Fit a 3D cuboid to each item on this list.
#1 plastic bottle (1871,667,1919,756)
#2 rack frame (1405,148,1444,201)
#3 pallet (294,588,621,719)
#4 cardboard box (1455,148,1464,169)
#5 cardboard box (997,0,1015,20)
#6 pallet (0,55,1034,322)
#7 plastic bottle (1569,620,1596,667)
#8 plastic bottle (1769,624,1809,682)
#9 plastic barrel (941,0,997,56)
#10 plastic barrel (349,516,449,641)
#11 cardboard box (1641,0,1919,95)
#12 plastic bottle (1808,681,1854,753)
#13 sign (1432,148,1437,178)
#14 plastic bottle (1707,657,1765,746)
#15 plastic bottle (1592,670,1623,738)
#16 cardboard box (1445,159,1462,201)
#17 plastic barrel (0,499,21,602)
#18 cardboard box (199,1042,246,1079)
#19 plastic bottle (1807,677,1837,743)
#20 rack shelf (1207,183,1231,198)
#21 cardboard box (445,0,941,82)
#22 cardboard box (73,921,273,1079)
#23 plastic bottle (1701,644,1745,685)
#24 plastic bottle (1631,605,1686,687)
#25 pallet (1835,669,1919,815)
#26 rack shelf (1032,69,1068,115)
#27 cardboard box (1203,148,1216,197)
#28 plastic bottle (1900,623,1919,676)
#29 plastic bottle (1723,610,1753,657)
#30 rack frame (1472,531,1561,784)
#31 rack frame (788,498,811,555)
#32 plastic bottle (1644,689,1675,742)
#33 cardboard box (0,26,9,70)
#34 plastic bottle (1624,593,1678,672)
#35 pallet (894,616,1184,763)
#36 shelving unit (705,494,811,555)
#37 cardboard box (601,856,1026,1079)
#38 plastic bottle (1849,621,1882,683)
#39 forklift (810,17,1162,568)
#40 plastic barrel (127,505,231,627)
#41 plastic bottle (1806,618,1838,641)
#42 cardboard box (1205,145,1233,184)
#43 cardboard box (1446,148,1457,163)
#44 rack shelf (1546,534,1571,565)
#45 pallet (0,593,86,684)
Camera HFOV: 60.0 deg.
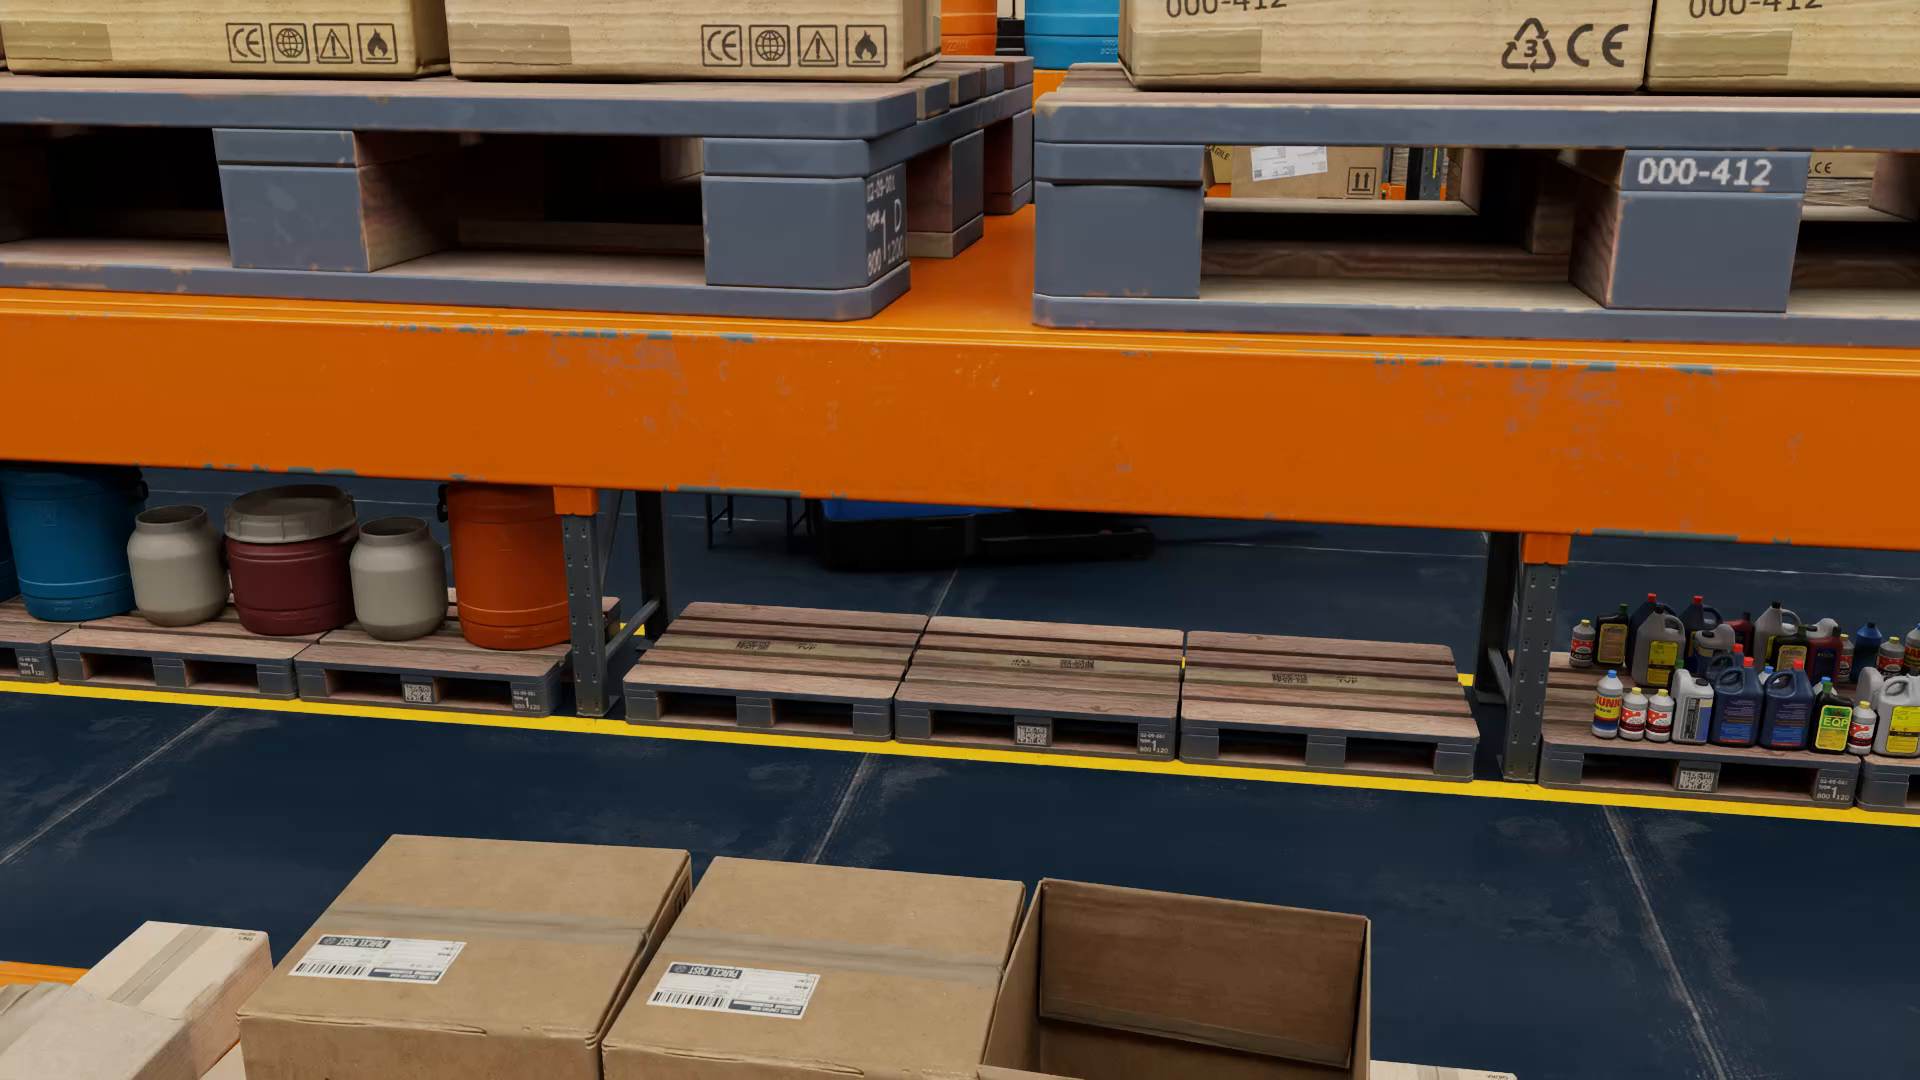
[{"bbox_3d":[3.712,0.667,6.564,0.185,0.351,0.144,3,19,8],"label":"plastic bottle"},{"bbox_3d":[3.161,-2.134,11.453,0.127,3.000,1.000,3,19,9],"label":"rack frame"},{"bbox_3d":[-2.359,0.512,7.940,1.213,0.211,1.003,3,19,9],"label":"pallet"},{"bbox_3d":[3.564,-2.694,10.926,0.500,0.500,0.500,3,19,9],"label":"cardboard box"},{"bbox_3d":[0.142,-3.557,11.216,0.500,0.250,0.500,3,19,10],"label":"cardboard box"},{"bbox_3d":[-0.575,-0.503,2.150,1.213,0.211,1.003,4,19,11],"label":"pallet"},{"bbox_3d":[2.783,0.457,7.427,0.097,0.201,0.097,0,18,0],"label":"plastic bottle"},{"bbox_3d":[3.574,0.499,7.173,0.133,0.283,0.061,3,19,9],"label":"plastic bottle"},{"bbox_3d":[-0.152,-2.267,6.448,0.708,0.830,0.600,3,19,9],"label":"plastic barrel"},{"bbox_3d":[-2.632,0.177,7.805,0.421,0.512,0.421,0,18,0],"label":"plastic barrel"},{"bbox_3d":[0.979,-0.615,1.761,0.500,0.250,0.500,5,19,14],"label":"cardboard box"},{"bbox_3d":[3.449,0.699,6.575,0.133,0.283,0.061,4,19,11],"label":"plastic bottle"},{"bbox_3d":[3.076,-2.509,10.750,0.005,0.325,0.100,3,19,9],"label":"sign"},{"bbox_3d":[3.106,0.636,6.656,0.185,0.351,0.144,3,19,10],"label":"plastic bottle"},{"bbox_3d":[2.620,0.656,6.721,0.097,0.271,0.097,0,18,0],"label":"plastic bottle"},{"bbox_3d":[3.595,-2.280,11.265,0.500,0.500,0.875,3,19,9],"label":"cardboard box"},{"bbox_3d":[-4.989,-0.156,8.188,0.708,0.901,0.600,3,19,9],"label":"plastic barrel"},{"bbox_3d":[-1.096,0.934,2.681,0.250,0.149,0.380,4,19,13],"label":"cardboard box"},{"bbox_3d":[3.444,0.679,6.654,0.097,0.271,0.097,0,18,0],"label":"plastic bottle"},{"bbox_3d":[2.072,-3.442,16.497,4.000,0.370,1.077,3,19,9],"label":"rack shelf"},{"bbox_3d":[-0.293,-0.697,2.005,0.500,0.250,0.500,1,19,4],"label":"cardboard box"},{"bbox_3d":[-1.432,0.846,2.944,0.250,0.149,0.380,3,19,9],"label":"cardboard box"},{"bbox_3d":[3.129,0.591,6.791,0.185,0.351,0.144,3,19,9],"label":"plastic bottle"},{"bbox_3d":[3.034,0.453,7.204,0.185,0.351,0.144,3,19,9],"label":"plastic bottle"},{"bbox_3d":[4.239,0.848,6.937,1.213,0.211,1.003,3,19,9],"label":"pallet"},{"bbox_3d":[0.400,-1.764,6.755,4.000,0.370,1.077,3,19,9],"label":"rack shelf"},{"bbox_3d":[1.434,-2.440,11.545,0.637,0.503,0.797,5,19,14],"label":"cardboard box"},{"bbox_3d":[4.146,0.493,7.208,0.097,0.271,0.097,0,18,0],"label":"plastic bottle"},{"bbox_3d":[3.413,0.444,7.336,0.133,0.283,0.061,4,19,12],"label":"plastic bottle"},{"bbox_3d":[2.375,-0.582,6.816,0.127,3.000,1.000,3,19,9],"label":"rack frame"},{"bbox_3d":[-0.935,-0.969,9.385,0.015,2.100,0.400,4,19,11],"label":"rack frame"},{"bbox_3d":[2.821,0.700,6.701,0.097,0.201,0.097,0,18,0],"label":"plastic bottle"},{"bbox_3d":[-1.387,-0.757,2.184,0.500,0.250,0.500,3,19,10],"label":"cardboard box"},{"bbox_3d":[3.056,0.407,7.339,0.185,0.351,0.144,2,19,7],"label":"plastic bottle"},{"bbox_3d":[0.385,0.652,7.521,1.213,0.211,1.003,3,19,9],"label":"pallet"},{"bbox_3d":[-1.174,-0.984,9.431,0.503,2.100,0.431,4,19,11],"label":"shelving unit"},{"bbox_3d":[-0.185,0.826,2.448,0.500,0.500,0.500,3,19,9],"label":"cardboard box"},{"bbox_3d":[3.946,0.483,7.239,0.097,0.271,0.097,0,18,0],"label":"plastic bottle"},{"bbox_3d":[0.657,-1.440,9.489,3.031,2.935,1.130,-3,19,-10],"label":"forklift"},{"bbox_3d":[-3.747,0.121,7.974,0.421,0.512,0.421,0,18,0],"label":"plastic barrel"},{"bbox_3d":[3.725,0.478,7.246,0.135,0.276,0.152,3,19,10],"label":"plastic bottle"},{"bbox_3d":[2.492,-3.724,16.047,0.500,0.500,0.500,3,19,9],"label":"cardboard box"},{"bbox_3d":[3.648,-2.860,11.422,0.500,0.500,0.500,3,19,9],"label":"cardboard box"},{"bbox_3d":[4.350,-0.140,6.629,4.000,0.370,1.077,3,19,9],"label":"rack shelf"},{"bbox_3d":[-4.769,0.389,8.307,1.213,0.211,1.003,3,19,9],"label":"pallet"}]
